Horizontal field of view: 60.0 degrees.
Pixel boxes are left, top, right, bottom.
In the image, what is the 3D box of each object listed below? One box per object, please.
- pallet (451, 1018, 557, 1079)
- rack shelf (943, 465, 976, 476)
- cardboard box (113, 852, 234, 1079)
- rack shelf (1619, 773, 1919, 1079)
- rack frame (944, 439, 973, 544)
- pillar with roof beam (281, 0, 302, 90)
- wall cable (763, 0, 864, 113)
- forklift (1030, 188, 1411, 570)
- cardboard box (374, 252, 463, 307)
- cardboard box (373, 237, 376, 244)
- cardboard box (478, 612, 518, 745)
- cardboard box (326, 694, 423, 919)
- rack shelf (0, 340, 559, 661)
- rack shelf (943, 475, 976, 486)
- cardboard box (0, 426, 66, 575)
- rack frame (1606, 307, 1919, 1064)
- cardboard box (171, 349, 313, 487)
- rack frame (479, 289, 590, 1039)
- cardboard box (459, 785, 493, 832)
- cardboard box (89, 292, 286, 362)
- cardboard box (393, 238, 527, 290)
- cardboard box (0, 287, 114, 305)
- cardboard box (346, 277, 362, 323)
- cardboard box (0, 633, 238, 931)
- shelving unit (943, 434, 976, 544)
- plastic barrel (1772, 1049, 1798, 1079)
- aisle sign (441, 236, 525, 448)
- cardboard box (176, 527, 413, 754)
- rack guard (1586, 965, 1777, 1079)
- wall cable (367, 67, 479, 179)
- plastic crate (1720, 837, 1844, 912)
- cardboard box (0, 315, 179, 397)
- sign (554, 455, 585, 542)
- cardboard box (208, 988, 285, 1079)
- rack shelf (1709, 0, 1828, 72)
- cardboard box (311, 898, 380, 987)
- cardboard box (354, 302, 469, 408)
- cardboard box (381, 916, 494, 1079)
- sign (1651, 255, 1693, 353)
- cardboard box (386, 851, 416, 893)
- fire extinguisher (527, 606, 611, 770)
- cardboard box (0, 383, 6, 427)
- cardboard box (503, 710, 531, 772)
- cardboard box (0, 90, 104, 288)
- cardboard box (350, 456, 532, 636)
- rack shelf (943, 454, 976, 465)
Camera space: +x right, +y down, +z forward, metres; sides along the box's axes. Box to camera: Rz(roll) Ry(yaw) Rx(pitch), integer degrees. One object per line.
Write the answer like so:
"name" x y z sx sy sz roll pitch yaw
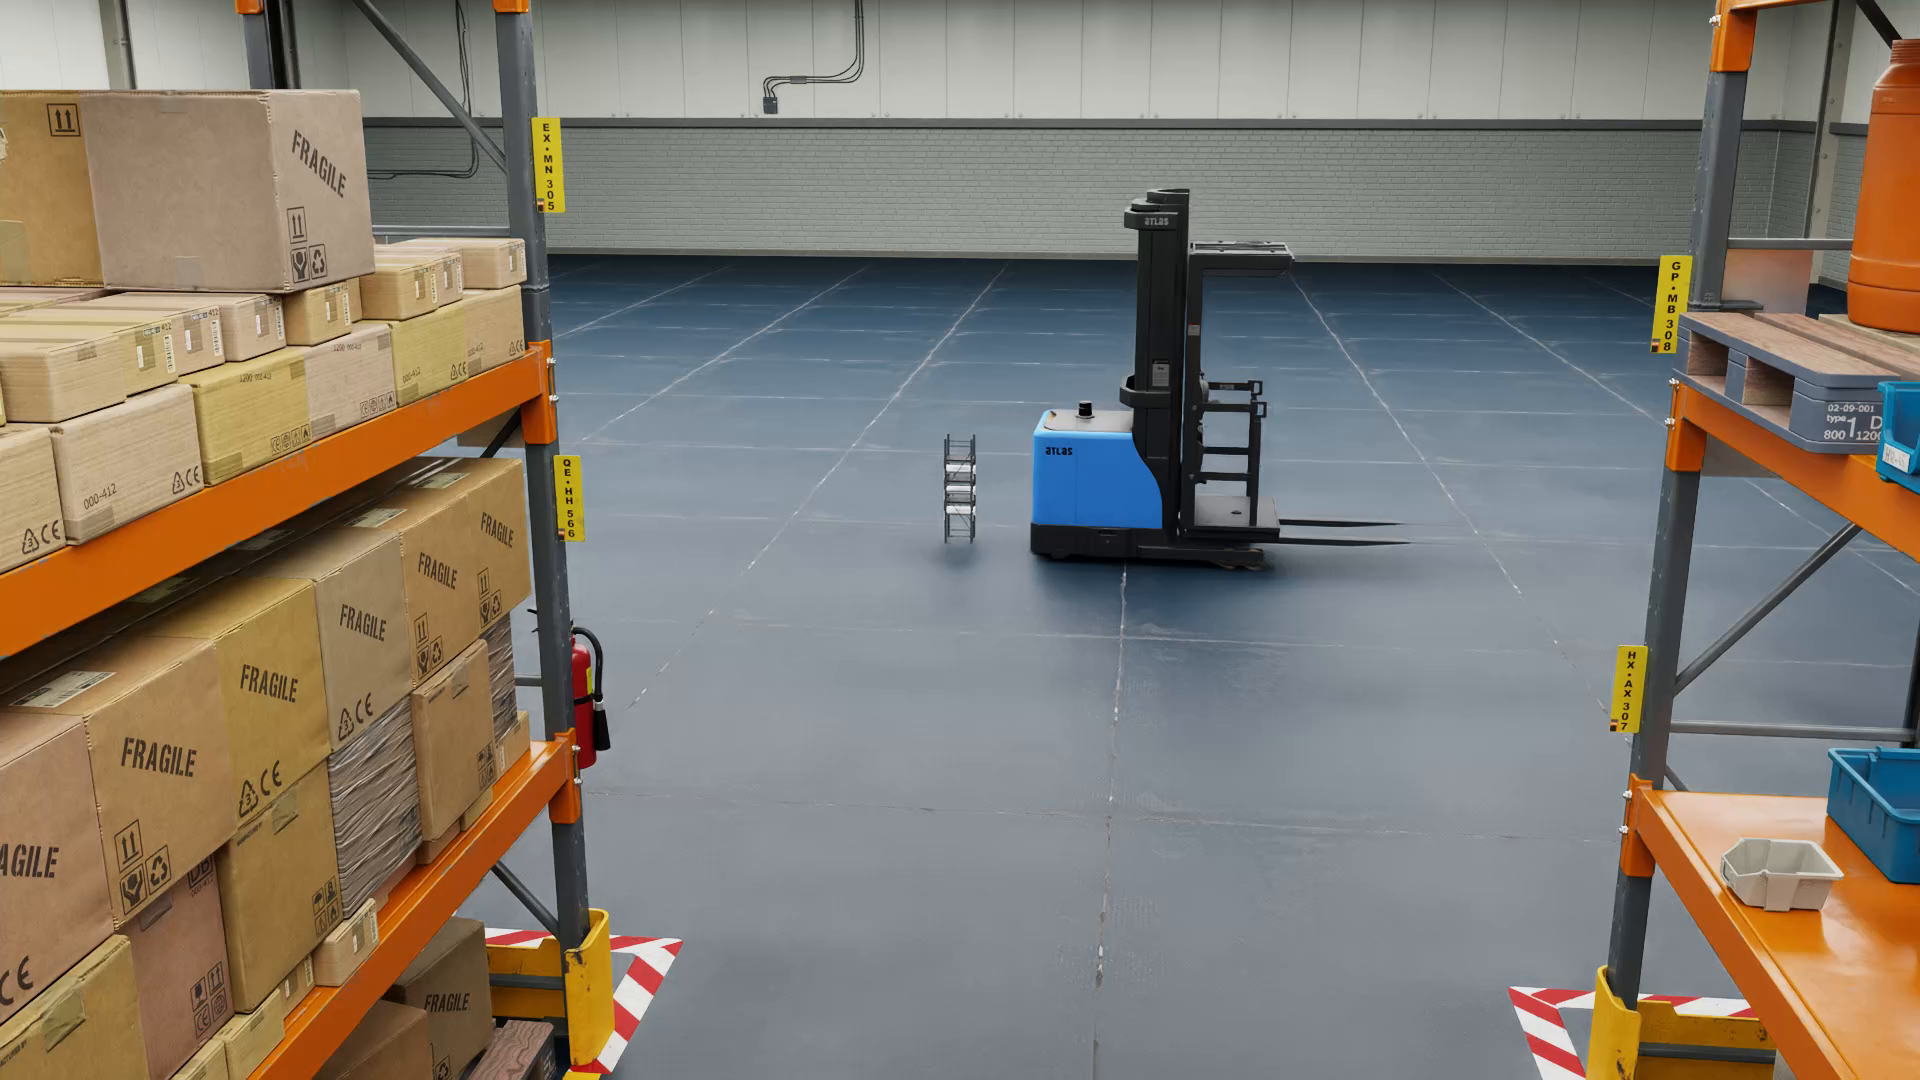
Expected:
"pallet" -2.131 2.112 5.946 1.003 0.211 1.213 2 15 6
"rack shelf" -0.001 -0.574 13.999 0.258 0.077 0.200 2 15 6
"cardboard box" -2.287 1.006 3.933 0.875 0.500 0.500 2 15 6
"rack shelf" 2.700 1.549 4.067 1.077 0.370 4.000 2 15 6
"rack frame" -0.012 -0.406 13.939 0.240 0.900 0.006 2 15 6
"pillar with roof beam" -10.086 -10.296 35.001 9.100 9.000 0.400 2 15 6
"wall cable" -3.286 -12.506 36.658 2.305 6.003 0.169 2 15 6
"forklift" 2.134 -1.322 13.435 3.031 2.935 1.130 2 15 8
"cardboard box" -1.784 -0.812 5.195 0.380 0.149 0.250 1 15 4
"cardboard box" -2.256 -0.967 5.768 0.380 0.149 0.250 2 15 6
"cardboard box" -2.085 0.487 5.854 0.875 0.500 0.500 2 15 6
"cardboard box" -2.121 0.748 4.887 0.875 0.500 0.500 2 15 6
"rack shelf" -2.221 -0.045 4.215 1.077 0.370 4.000 2 15 6
"rack shelf" -0.001 -0.487 14.022 0.258 0.077 0.200 2 15 6
"cardboard box" -2.087 -0.048 3.134 0.500 0.250 0.500 2 15 6
"rack frame" 2.926 0.683 5.891 1.000 3.000 0.127 2 15 6
"cardboard box" -1.969 -0.314 4.116 0.500 0.250 0.500 1 15 5
"rack frame" -1.995 0.537 6.431 1.000 3.000 0.127 2 15 6
"cardboard box" -1.828 0.869 5.682 0.380 0.149 0.250 2 15 6
"cardboard box" -1.948 -0.543 4.201 0.380 0.149 0.250 1 15 3
"cardboard box" -1.717 -0.950 5.706 0.380 0.149 0.250 2 15 6
"cardboard box" -2.419 -0.564 4.280 0.380 0.149 0.250 2 15 6
"cardboard box" -1.941 -0.686 4.728 0.380 0.149 0.250 2 15 7
"cardboard box" -2.031 0.531 3.775 0.500 0.500 0.500 2 15 6
"shelving unit" -0.001 -0.432 14.037 0.258 0.900 0.210 2 15 6
"plastic barrel" 2.928 1.854 5.522 0.421 0.512 0.421 0 15 0
"aisle sign" -1.690 -0.725 6.118 0.394 0.787 0.004 2 15 6
"cardboard box" -1.922 0.272 4.734 0.500 0.500 0.500 2 15 6
"rack guard" 2.964 1.910 6.139 1.175 0.500 0.348 2 15 6
"wall cable" -12.717 -9.649 38.556 3.097 2.526 0.112 2 15 6
"plastic crate" 2.505 1.032 5.102 0.298 0.136 0.250 2 15 6
"cardboard box" -1.994 -0.408 3.703 0.380 0.149 0.250 1 15 5
"sign" -1.446 -0.153 6.159 0.100 0.325 0.005 2 15 6
"cardboard box" -1.968 1.259 4.240 0.380 0.149 0.250 2 15 6
"rack shelf" 2.700 -1.154 3.336 1.077 0.370 4.000 2 15 6
"cardboard box" -1.887 1.130 4.717 0.380 0.149 0.250 2 15 6
"cardboard box" -1.851 -0.577 5.089 0.500 0.250 0.500 2 15 7
"cardboard box" -2.082 1.702 6.105 0.500 0.500 0.500 5 16 17
"sign" 2.380 -0.787 5.563 0.100 0.325 0.005 2 15 6
"cardboard box" -1.941 0.997 5.209 0.380 0.149 0.250 2 15 6
"fire extinguisher" -1.525 0.558 6.500 0.296 0.674 0.183 2 15 6
"cardboard box" -2.105 -0.275 3.209 0.380 0.149 0.250 2 15 8
"cardboard box" -1.822 0.738 6.168 0.380 0.149 0.250 2 15 6
"cardboard box" -2.431 -0.967 4.527 0.500 0.500 0.500 2 15 6
"cardboard box" -1.812 0.012 5.694 0.500 0.500 0.500 2 15 6
"rack shelf" -0.001 -0.661 13.975 0.258 0.077 0.200 2 15 6
